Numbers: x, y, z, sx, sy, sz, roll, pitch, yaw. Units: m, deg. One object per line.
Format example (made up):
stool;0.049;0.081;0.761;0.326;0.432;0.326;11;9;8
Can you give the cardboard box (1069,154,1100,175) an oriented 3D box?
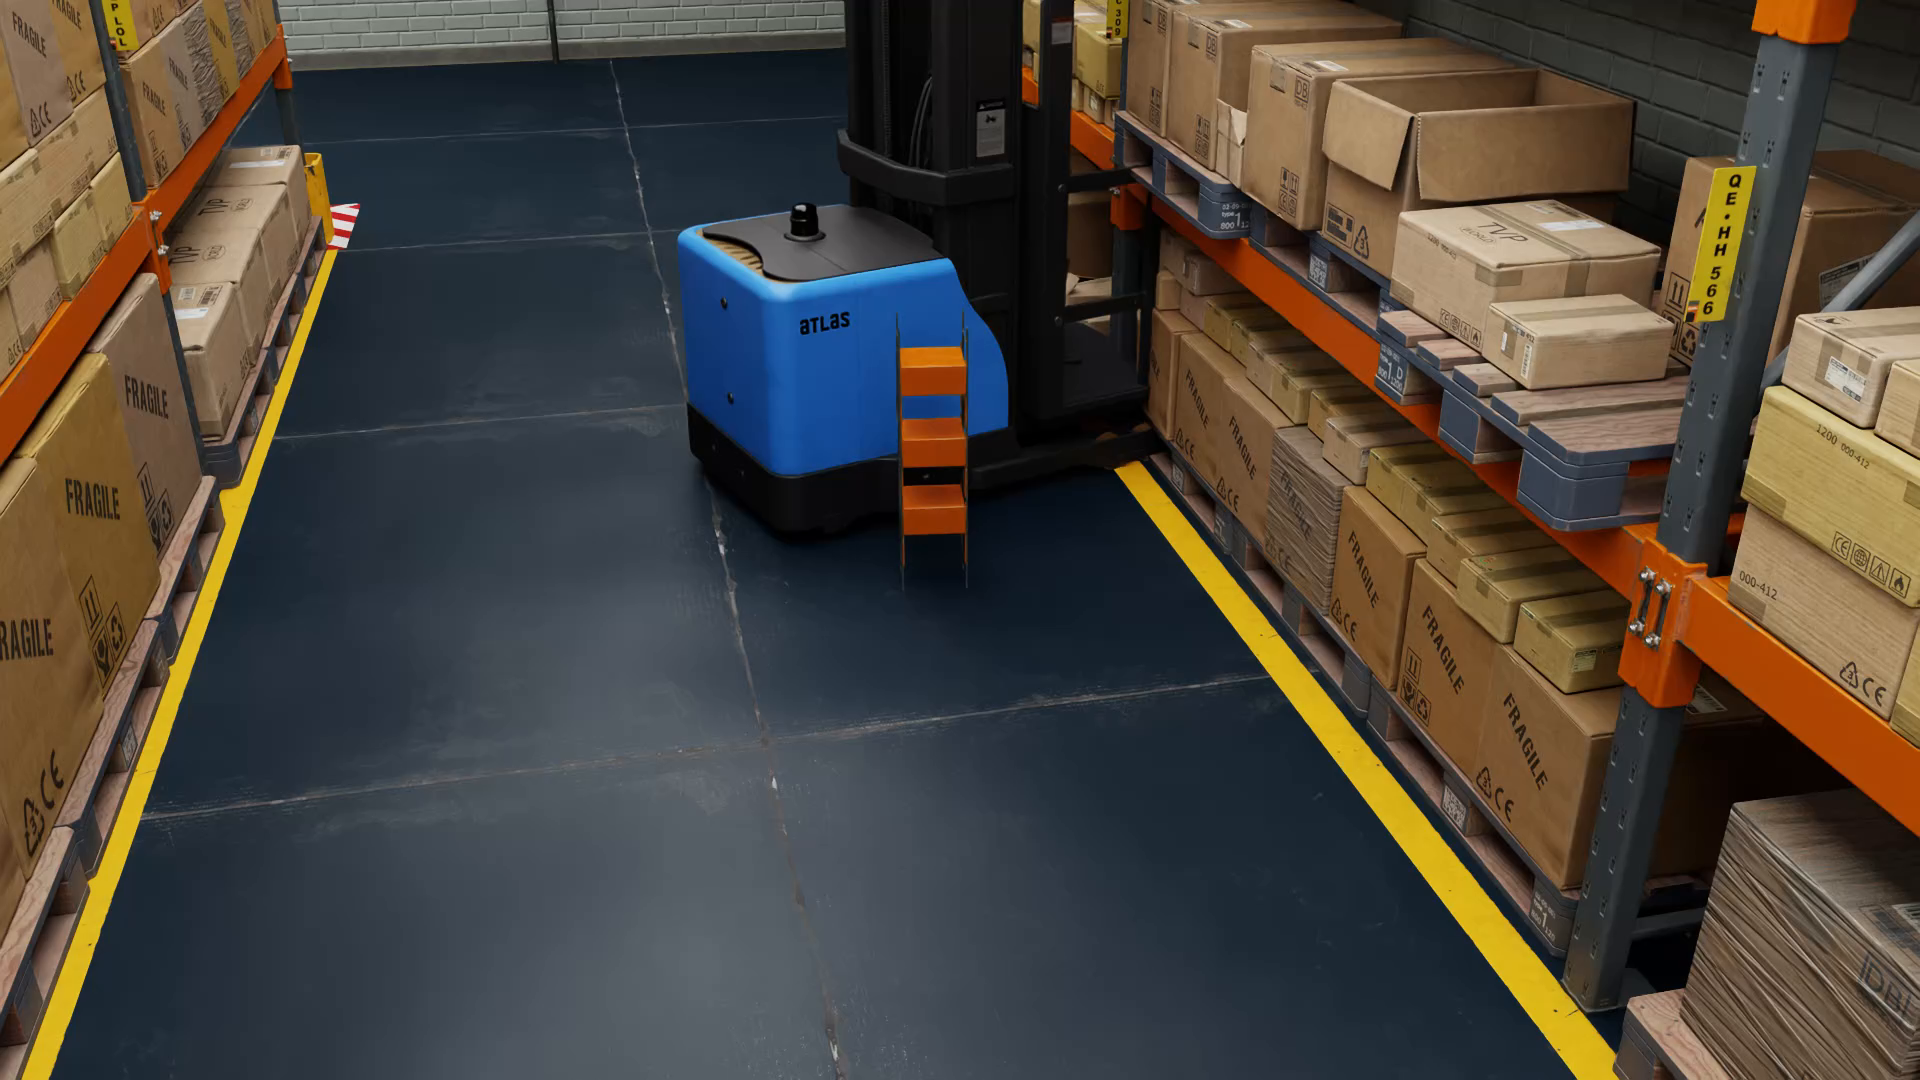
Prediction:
cardboard box;0.512;-1.867;9.428;0.500;0.500;0.500;-5;27;-11

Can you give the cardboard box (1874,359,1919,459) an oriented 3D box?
cardboard box;1.939;-0.230;3.046;0.380;0.149;0.250;-5;27;-10

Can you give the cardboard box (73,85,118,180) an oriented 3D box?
cardboard box;-3.308;-1.421;5.847;0.500;0.250;0.500;-6;27;-12

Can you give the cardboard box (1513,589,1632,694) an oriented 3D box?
cardboard box;1.735;0.265;4.484;0.380;0.149;0.250;-7;28;-14

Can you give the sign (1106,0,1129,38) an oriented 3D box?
sign;0.664;-2.267;6.952;0.100;0.325;0.005;-6;27;-12

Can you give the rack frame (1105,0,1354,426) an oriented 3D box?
rack frame;1.191;-1.939;7.262;1.000;3.000;0.127;-6;27;-12

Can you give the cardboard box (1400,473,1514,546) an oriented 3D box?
cardboard box;1.611;-0.092;5.192;0.380;0.149;0.250;-5;27;-10

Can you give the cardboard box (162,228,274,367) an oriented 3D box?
cardboard box;-3.883;-1.156;8.090;0.875;0.438;0.875;-7;28;-13

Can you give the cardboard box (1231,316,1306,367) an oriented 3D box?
cardboard box;1.295;-0.771;6.537;0.380;0.149;0.250;-6;27;-12

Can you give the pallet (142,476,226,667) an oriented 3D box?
pallet;-3.396;0.143;6.233;1.003;0.211;1.213;-6;27;-12

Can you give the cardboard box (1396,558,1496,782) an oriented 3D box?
cardboard box;1.686;0.361;5.014;0.500;0.500;0.500;-6;27;-12

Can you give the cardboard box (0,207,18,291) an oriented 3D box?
cardboard box;-2.933;-0.752;4.523;0.500;0.250;0.500;-5;27;-11

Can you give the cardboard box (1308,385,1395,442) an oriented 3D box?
cardboard box;1.458;-0.433;5.867;0.380;0.149;0.250;-6;27;-11

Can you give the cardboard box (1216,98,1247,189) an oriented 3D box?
cardboard box;1.131;-1.418;5.913;0.396;0.266;0.258;-5;27;-9

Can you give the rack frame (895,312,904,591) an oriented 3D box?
rack frame;-0.225;-0.320;6.218;0.008;1.050;0.200;-2;27;-4

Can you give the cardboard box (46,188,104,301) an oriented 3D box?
cardboard box;-3.183;-0.971;5.512;0.500;0.250;0.500;-6;27;-12

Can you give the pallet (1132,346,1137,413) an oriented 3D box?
pallet;1.038;-0.996;8.488;1.003;0.211;1.213;-6;27;-12

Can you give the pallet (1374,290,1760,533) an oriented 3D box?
pallet;1.872;-0.388;4.402;1.213;0.211;1.003;-6;27;-12

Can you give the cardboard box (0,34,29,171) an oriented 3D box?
cardboard box;-3.079;-1.303;4.781;0.500;0.500;0.500;-5;27;-10

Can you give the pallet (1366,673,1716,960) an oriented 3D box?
pallet;1.961;0.730;5.069;1.003;0.211;1.213;-6;27;-12

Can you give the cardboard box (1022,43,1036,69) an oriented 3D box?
cardboard box;0.543;-2.620;8.891;0.380;0.149;0.250;-6;27;-12

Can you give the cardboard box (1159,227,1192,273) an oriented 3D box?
cardboard box;1.072;-1.254;7.165;0.380;0.149;0.250;-6;27;-12

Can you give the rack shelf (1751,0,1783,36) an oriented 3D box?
rack shelf;1.642;-2.079;5.009;1.077;0.370;4.000;-6;27;-12

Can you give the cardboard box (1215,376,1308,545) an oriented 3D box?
cardboard box;1.319;-0.323;6.369;0.500;0.500;0.500;-7;28;-13

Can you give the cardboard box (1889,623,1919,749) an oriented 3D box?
cardboard box;2.063;0.325;2.944;0.500;0.250;0.500;-7;28;-13

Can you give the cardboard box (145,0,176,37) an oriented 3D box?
cardboard box;-3.623;-2.380;6.916;0.500;0.500;0.500;-6;27;-12

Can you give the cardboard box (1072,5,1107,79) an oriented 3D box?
cardboard box;0.712;-2.422;8.056;0.500;0.250;0.500;-6;27;-11

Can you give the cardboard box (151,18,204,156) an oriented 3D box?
cardboard box;-3.604;-1.932;7.137;0.500;0.500;0.500;-6;27;-11

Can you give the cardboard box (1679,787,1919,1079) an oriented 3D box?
cardboard box;2.220;0.965;3.679;0.875;0.625;0.625;-5;27;-10

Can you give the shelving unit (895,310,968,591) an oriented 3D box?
shelving unit;-0.104;-0.324;6.227;0.252;1.050;0.215;-2;27;-4

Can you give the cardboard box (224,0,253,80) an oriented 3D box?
cardboard box;-3.955;-2.602;8.466;0.500;0.500;0.500;-5;27;-10

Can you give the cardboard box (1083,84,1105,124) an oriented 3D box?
cardboard box;0.794;-2.053;7.768;0.380;0.149;0.250;-5;27;-10

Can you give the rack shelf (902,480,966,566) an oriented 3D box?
rack shelf;-0.104;-0.067;6.357;0.240;0.259;0.215;-2;27;-4

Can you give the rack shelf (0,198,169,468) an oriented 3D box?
rack shelf;-3.193;-0.234;4.683;1.077;0.370;4.000;-6;27;-12

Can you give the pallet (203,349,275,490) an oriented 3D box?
pallet;-3.739;-0.530;7.566;1.003;0.211;1.213;-6;27;-12

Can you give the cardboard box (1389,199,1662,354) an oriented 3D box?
cardboard box;1.540;-0.734;4.575;0.500;0.250;0.500;-7;28;-14

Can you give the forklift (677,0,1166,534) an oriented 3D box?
forklift;0.336;-1.807;7.077;3.031;2.935;1.130;-15;30;-27

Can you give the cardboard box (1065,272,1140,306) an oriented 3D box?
cardboard box;0.699;-1.277;8.520;0.396;0.266;0.258;-5;27;-10

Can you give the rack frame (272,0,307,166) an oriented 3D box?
rack frame;-4.545;-3.189;9.740;1.000;3.000;0.127;-6;27;-12

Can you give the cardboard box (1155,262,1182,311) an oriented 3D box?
cardboard box;1.013;-1.116;7.219;0.380;0.149;0.250;-5;27;-9

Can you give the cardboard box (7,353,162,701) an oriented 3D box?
cardboard box;-3.215;-0.012;5.337;0.875;0.875;0.875;-5;27;-10
